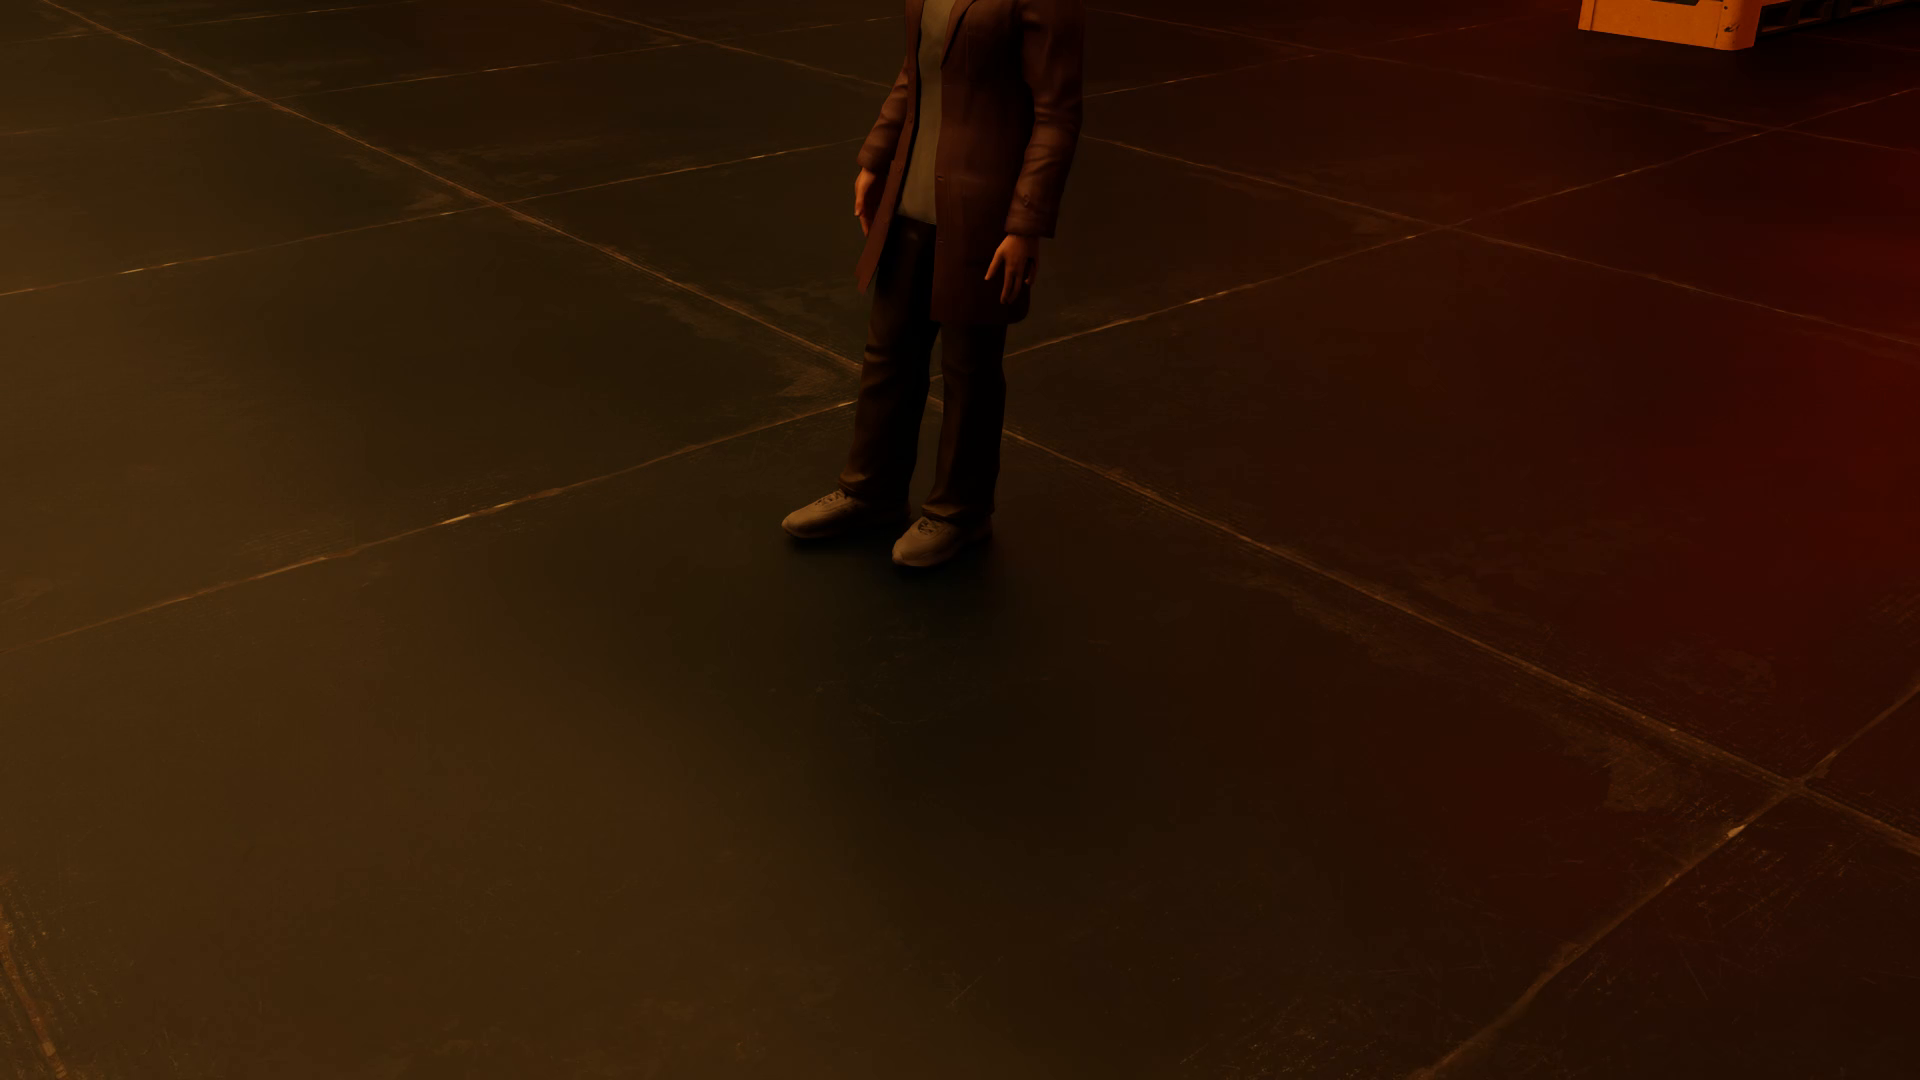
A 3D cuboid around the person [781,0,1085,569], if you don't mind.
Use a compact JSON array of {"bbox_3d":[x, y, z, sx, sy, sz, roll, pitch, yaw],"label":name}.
[{"bbox_3d":[-0.073,-0.779,4.052,0.579,1.778,0.698,-20,33,-35],"label":"person"}]
